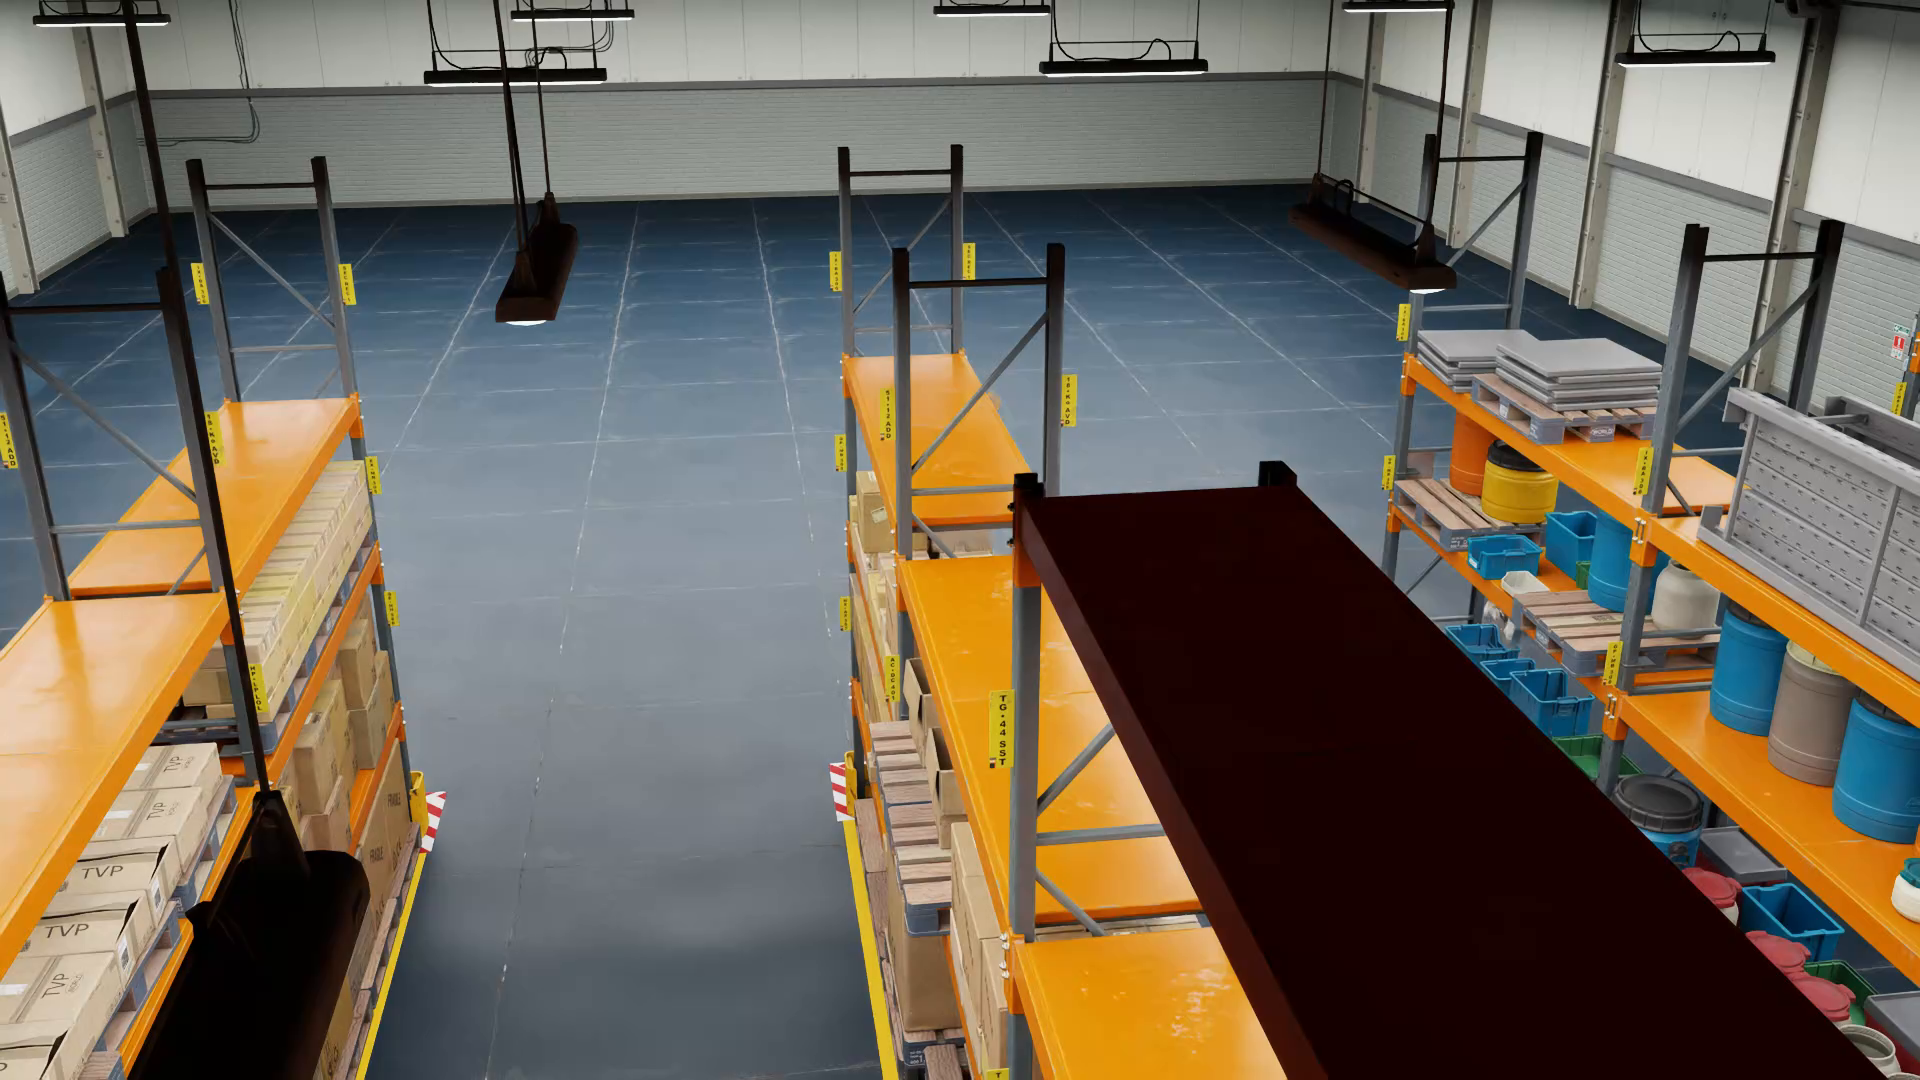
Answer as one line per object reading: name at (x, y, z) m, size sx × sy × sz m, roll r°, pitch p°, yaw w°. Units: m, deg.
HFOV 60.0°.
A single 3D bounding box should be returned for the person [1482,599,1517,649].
person at (5.650, 0.814, 17.322) m, size 0.393 × 1.688 × 0.535 m, roll 4°, pitch 22°, yaw 9°
